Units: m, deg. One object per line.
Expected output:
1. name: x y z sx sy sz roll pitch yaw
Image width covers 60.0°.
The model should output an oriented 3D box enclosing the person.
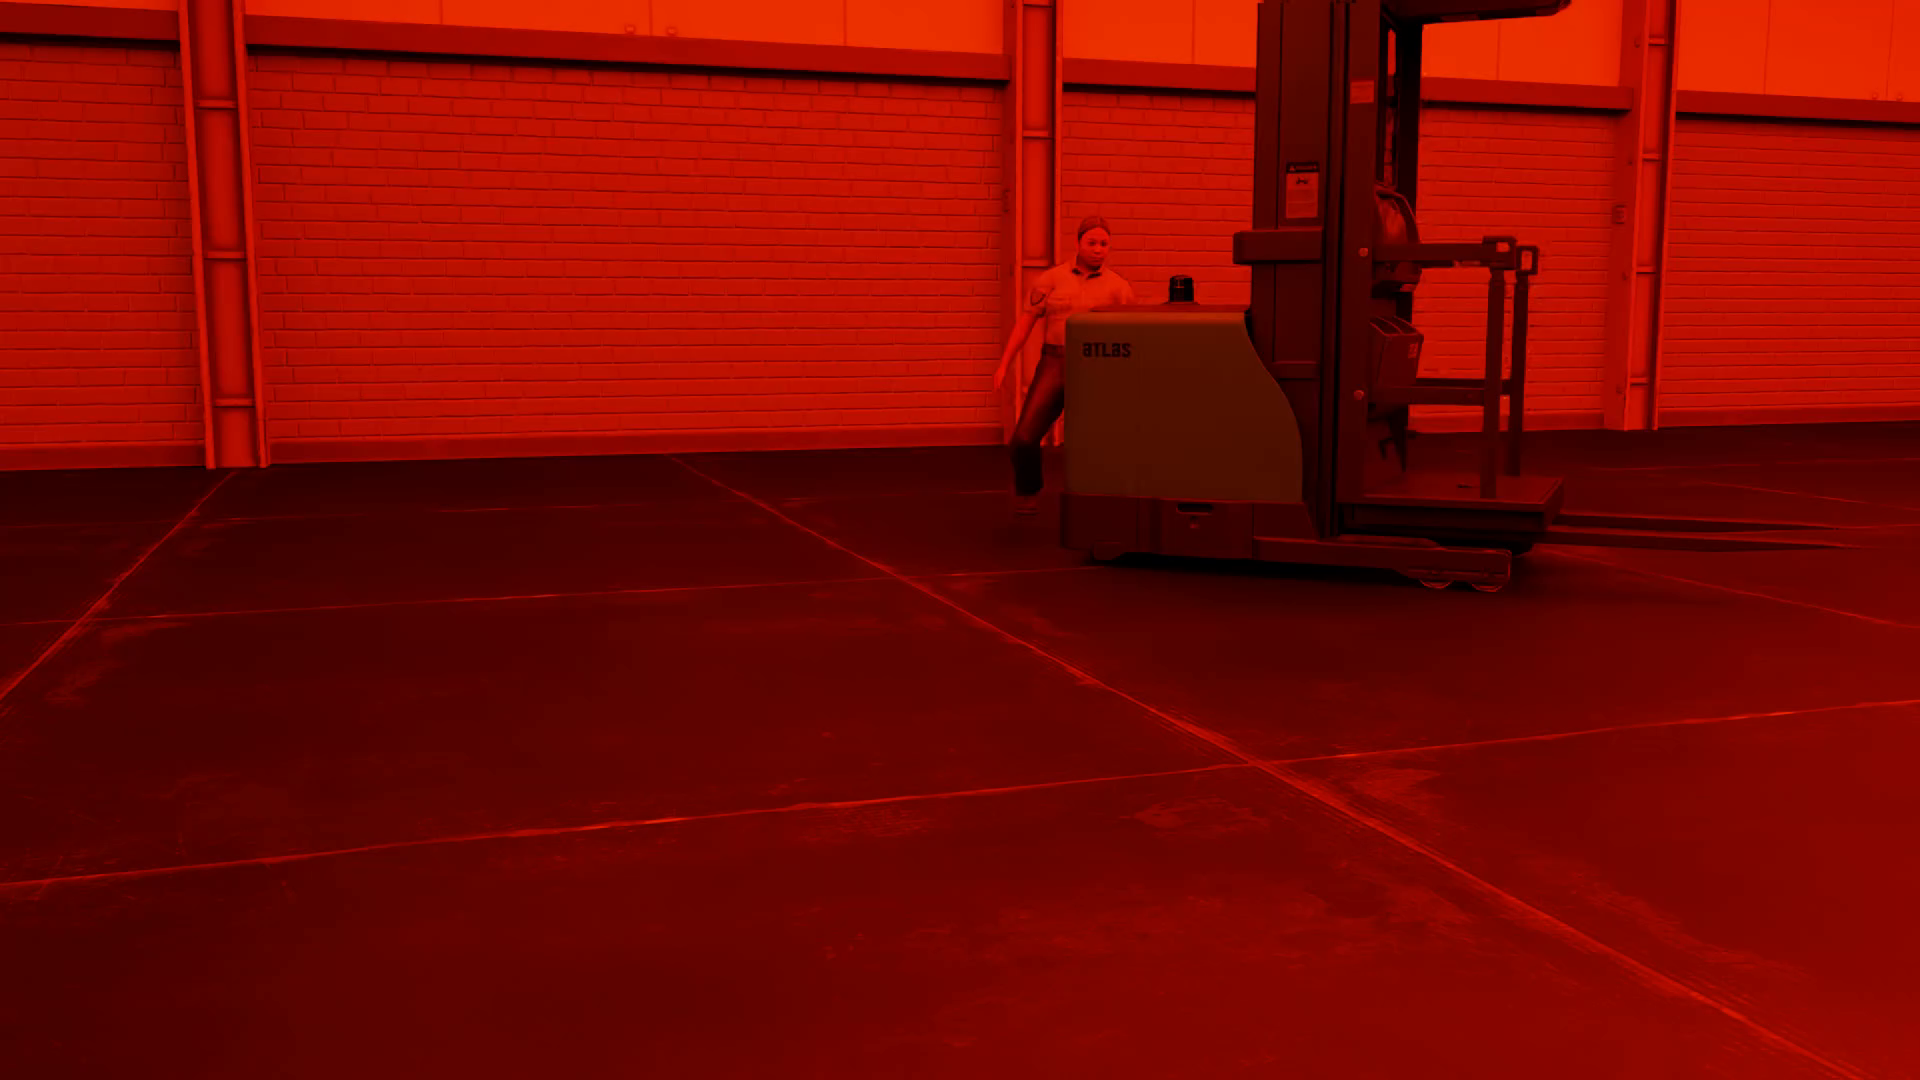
1. person: 0.588 -0.816 8.250 0.850 1.562 0.544 1 8 5

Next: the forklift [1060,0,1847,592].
1. forklift: 1.996 -1.331 6.831 3.031 2.935 1.130 3 8 23
